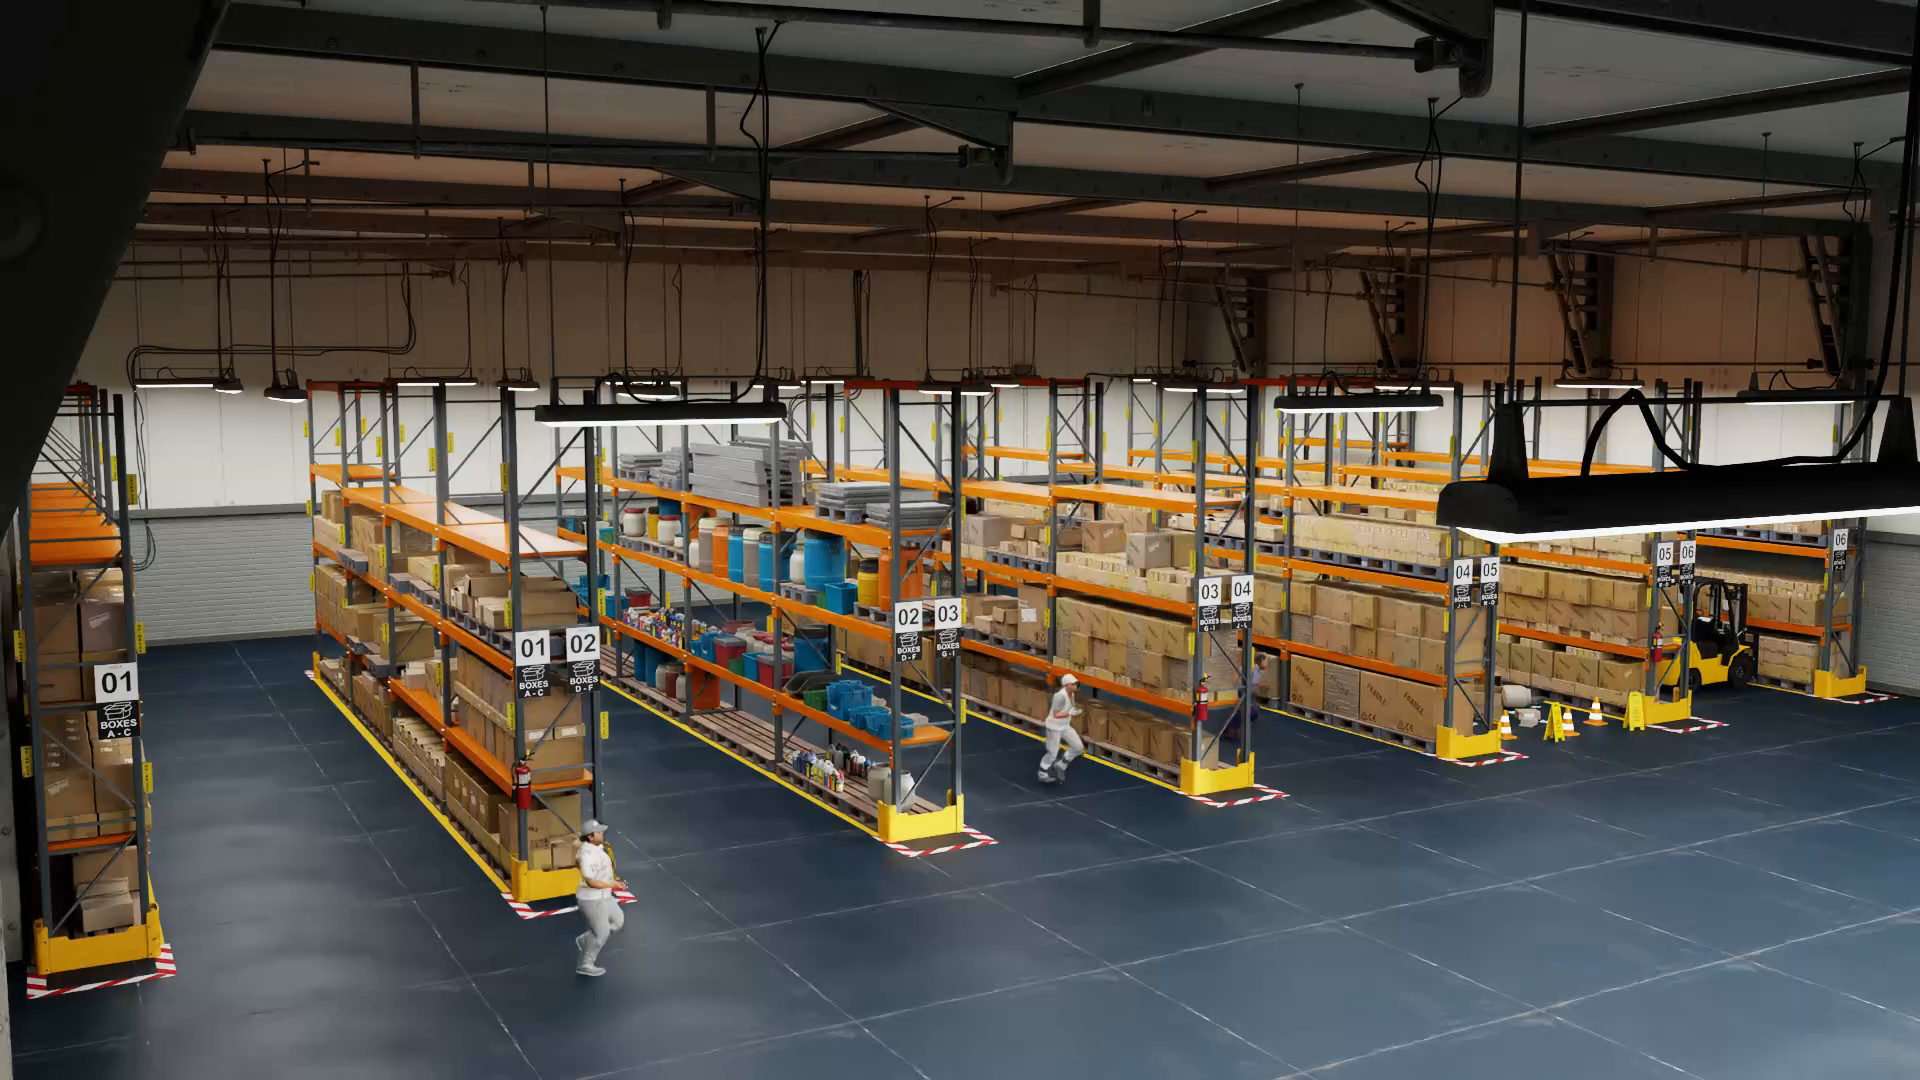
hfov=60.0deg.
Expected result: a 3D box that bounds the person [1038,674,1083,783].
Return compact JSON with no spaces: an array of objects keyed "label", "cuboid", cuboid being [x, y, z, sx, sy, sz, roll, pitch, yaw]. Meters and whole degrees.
[{"label":"person","cuboid":[1.515,2.819,24.802,0.863,1.698,0.611,5,8,39]}]

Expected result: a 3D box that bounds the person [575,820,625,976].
[{"label":"person","cuboid":[-3.738,3.697,17.240,0.531,1.628,0.599,-1,6,-7]}]

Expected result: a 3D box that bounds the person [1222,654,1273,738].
[{"label":"person","cuboid":[4.797,2.641,27.875,0.863,1.468,0.637,3,7,28]}]
